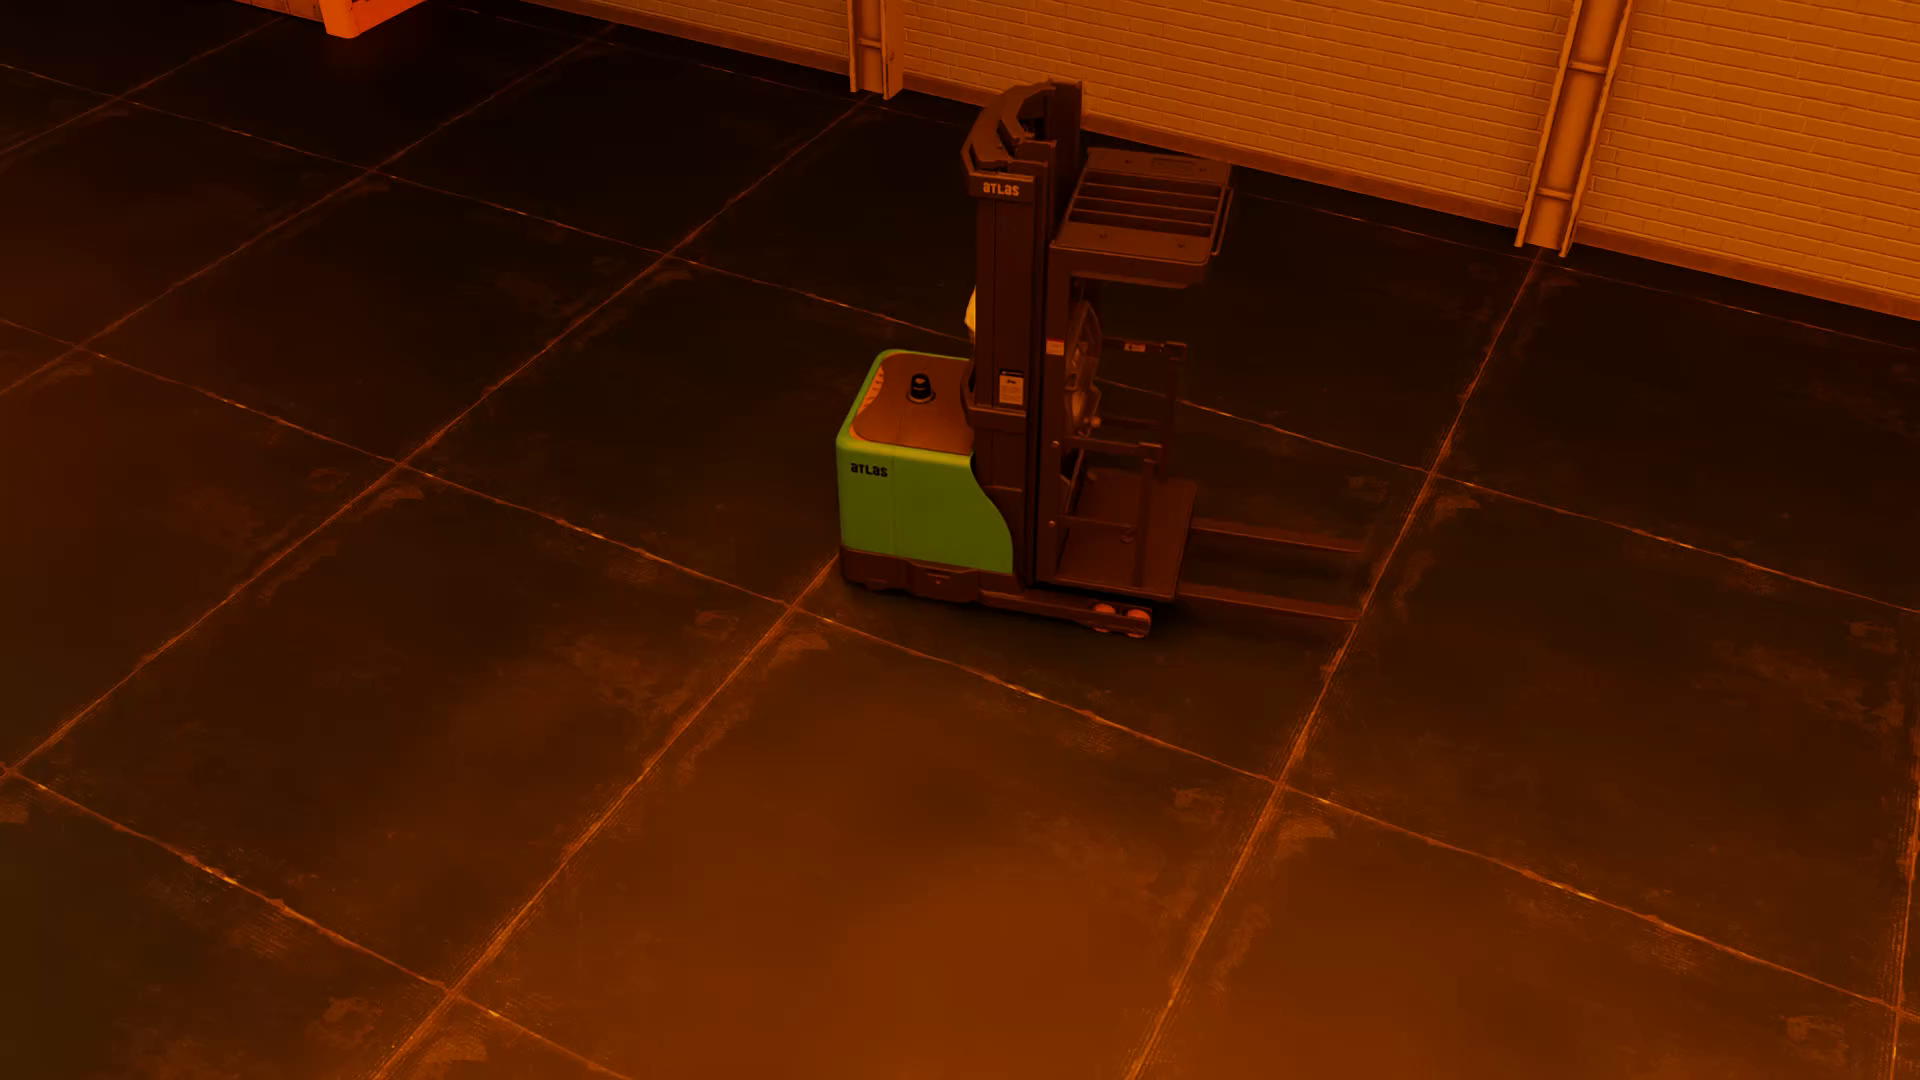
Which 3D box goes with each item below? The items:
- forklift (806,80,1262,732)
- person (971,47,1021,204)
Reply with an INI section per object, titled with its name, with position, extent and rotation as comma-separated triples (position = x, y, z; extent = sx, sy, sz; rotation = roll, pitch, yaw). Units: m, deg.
[forklift]
position = 0.410, -0.825, 8.966
extent = 1.130, 2.935, 3.031
rotation = -29, 48, -30
[person]
position = 0.286, -2.730, 12.130
extent = 0.404, 1.774, 0.617
rotation = -3, 40, -4
